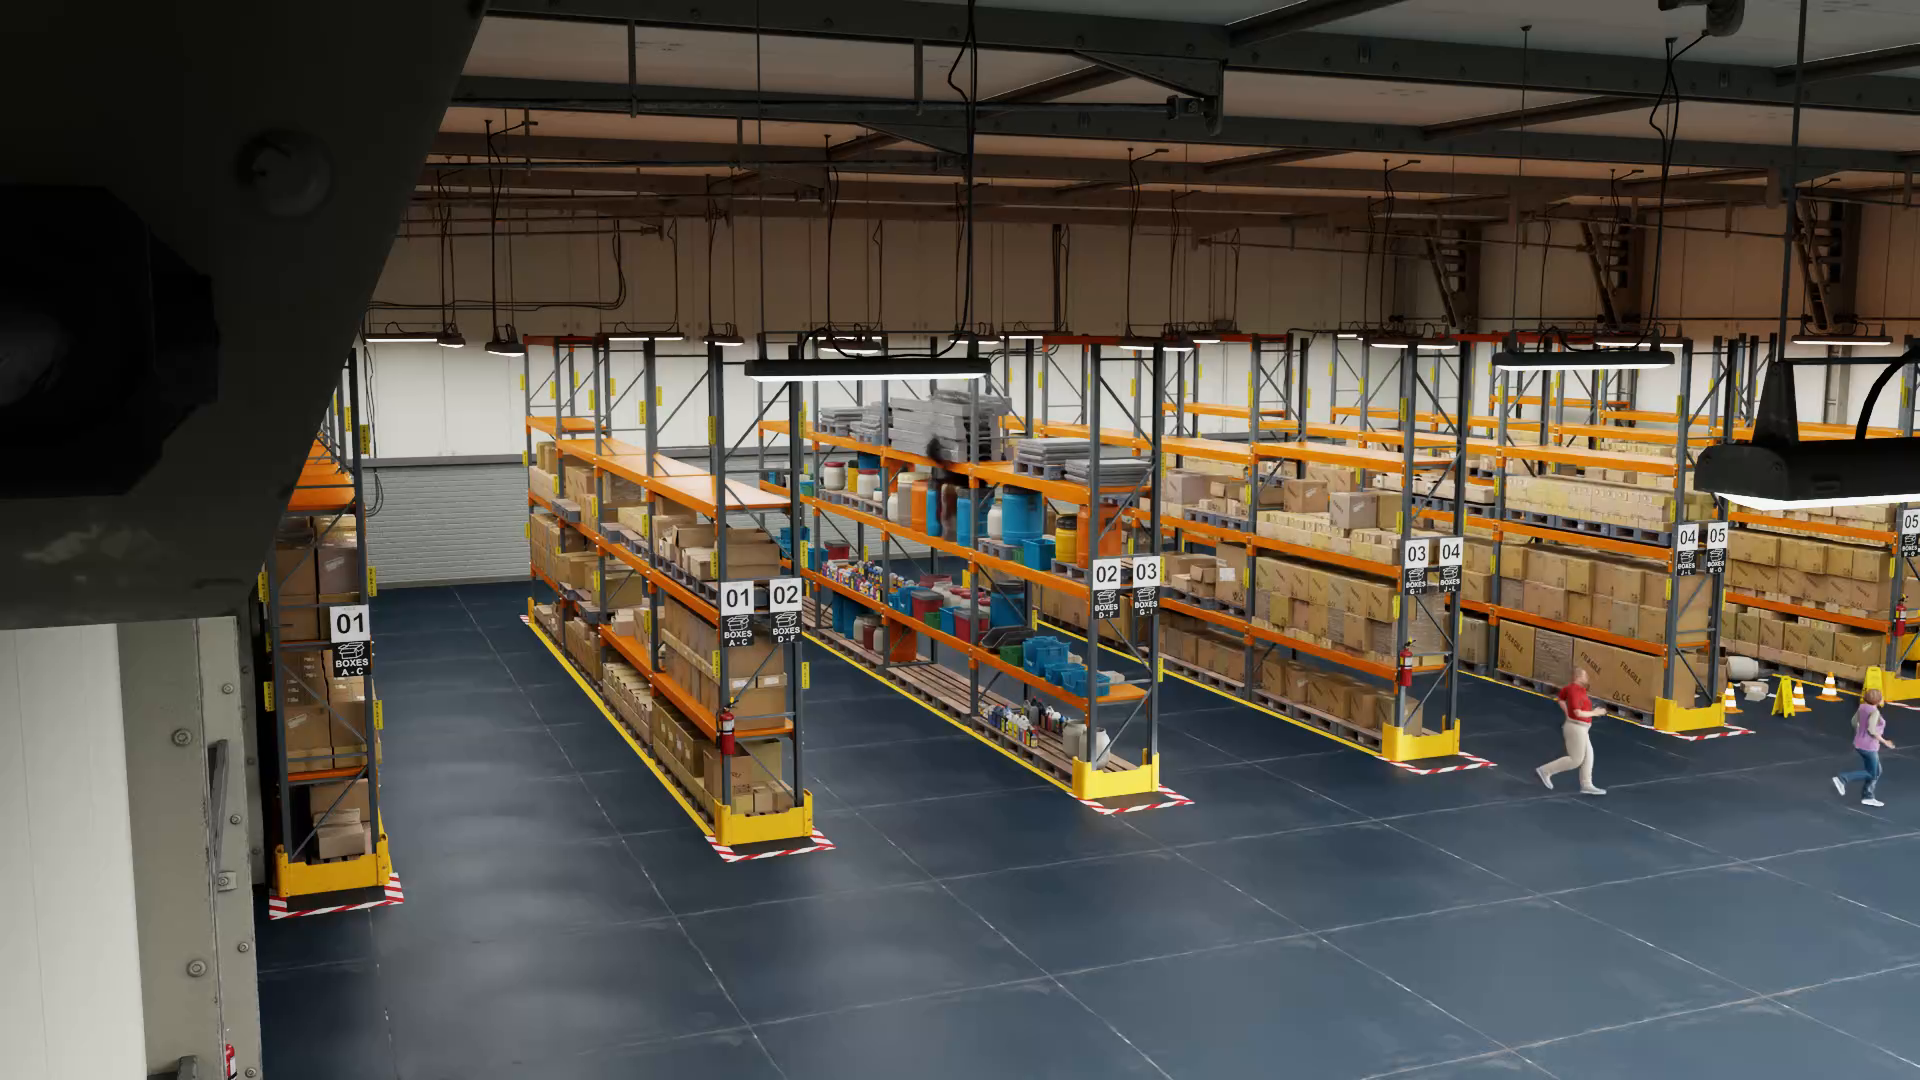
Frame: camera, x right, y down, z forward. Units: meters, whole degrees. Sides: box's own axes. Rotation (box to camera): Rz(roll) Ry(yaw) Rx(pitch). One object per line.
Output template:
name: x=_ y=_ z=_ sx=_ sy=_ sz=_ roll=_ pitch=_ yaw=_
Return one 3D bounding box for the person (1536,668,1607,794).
person: x=8.169 y=2.537 z=22.145 sx=0.897 sy=1.702 sz=0.669 roll=2 pitch=8 yaw=17

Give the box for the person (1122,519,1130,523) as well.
person: x=3.796 y=0.300 z=39.393 sx=0.690 sy=1.641 sz=0.865 roll=-2 pitch=8 yaw=-14

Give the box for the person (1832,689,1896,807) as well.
person: x=11.734 y=2.699 z=21.660 sx=0.693 sy=1.561 sz=0.526 roll=1 pitch=8 yaw=8
